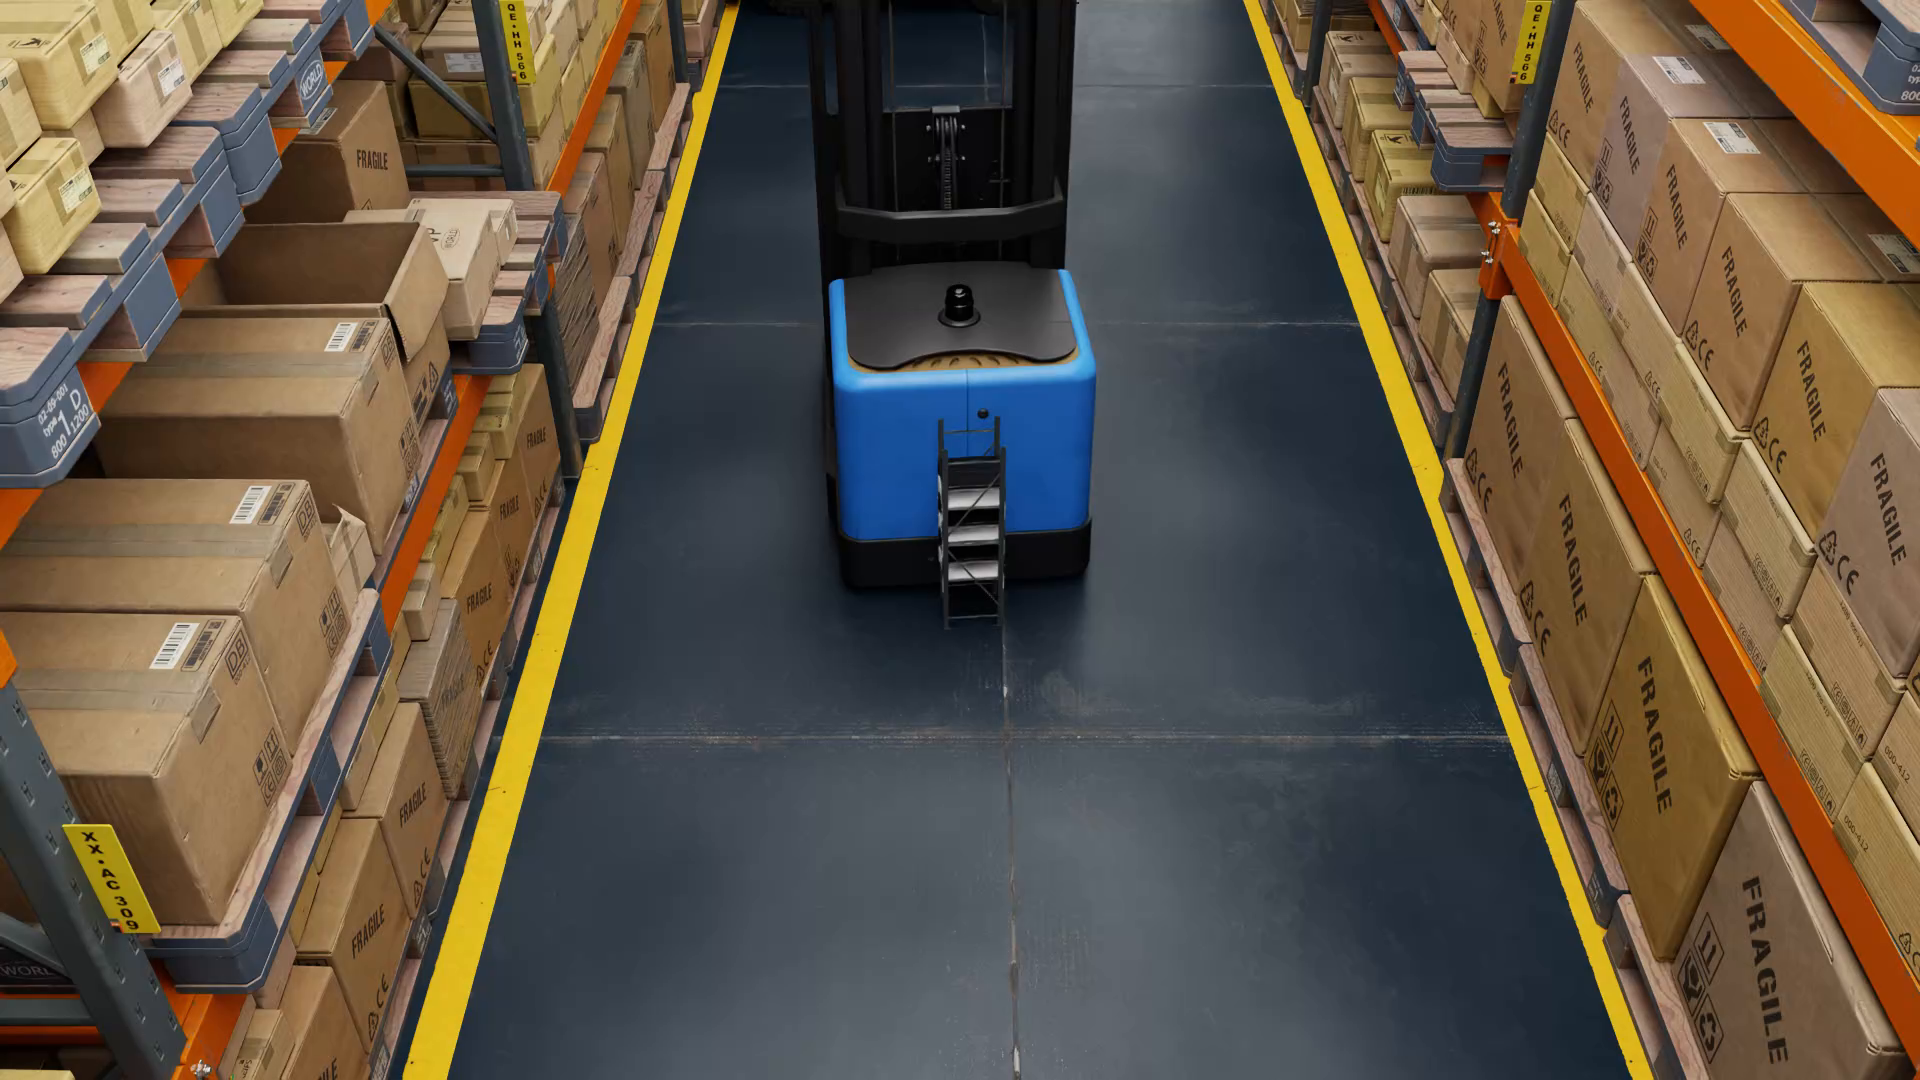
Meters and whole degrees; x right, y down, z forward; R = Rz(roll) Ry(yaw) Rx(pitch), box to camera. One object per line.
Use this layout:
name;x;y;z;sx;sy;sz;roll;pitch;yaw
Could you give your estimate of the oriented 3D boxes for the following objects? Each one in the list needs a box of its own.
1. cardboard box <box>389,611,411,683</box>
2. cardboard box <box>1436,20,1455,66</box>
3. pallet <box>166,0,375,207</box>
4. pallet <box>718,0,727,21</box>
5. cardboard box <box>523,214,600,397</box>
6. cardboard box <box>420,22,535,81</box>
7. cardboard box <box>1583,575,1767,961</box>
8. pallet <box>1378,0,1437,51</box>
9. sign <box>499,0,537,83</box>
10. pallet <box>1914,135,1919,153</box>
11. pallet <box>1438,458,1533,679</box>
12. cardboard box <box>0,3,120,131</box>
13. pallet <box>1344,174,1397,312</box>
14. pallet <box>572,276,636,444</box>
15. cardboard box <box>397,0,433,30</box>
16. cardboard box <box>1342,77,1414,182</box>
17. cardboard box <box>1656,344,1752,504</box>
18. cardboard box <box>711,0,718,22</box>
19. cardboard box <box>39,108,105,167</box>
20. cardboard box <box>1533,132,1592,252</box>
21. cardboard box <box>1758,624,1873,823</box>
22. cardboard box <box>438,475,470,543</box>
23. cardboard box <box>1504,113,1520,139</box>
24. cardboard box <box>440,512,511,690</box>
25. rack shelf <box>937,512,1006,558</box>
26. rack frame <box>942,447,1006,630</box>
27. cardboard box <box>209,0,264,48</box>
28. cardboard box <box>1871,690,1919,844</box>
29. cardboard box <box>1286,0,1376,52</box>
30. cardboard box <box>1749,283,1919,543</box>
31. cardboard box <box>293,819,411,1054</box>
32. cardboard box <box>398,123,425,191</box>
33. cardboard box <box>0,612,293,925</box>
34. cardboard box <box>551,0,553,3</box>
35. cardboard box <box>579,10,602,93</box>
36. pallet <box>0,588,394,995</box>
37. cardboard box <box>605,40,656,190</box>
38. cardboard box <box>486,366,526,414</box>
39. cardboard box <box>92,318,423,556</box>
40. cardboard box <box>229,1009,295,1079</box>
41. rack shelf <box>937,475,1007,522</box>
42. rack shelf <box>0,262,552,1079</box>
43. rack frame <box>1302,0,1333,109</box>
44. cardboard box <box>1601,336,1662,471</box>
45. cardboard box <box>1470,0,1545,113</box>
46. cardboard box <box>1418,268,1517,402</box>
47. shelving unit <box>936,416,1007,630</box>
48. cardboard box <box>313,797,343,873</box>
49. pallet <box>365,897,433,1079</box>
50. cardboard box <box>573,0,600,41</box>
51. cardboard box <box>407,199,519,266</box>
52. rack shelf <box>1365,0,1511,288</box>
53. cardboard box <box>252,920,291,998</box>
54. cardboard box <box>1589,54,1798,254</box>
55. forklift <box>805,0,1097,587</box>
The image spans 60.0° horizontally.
cardboard box;-2.061;0.370;5.534;0.380;0.149;0.250;0;39;0
cardboard box;2.380;-2.239;7.511;0.380;0.149;0.250;-2;39;-2
pallet;-2.168;-1.132;4.016;1.213;0.211;1.003;0;39;0
pallet;-2.205;-4.156;12.267;1.003;0.211;1.213;0;39;0
cardboard box;-2.225;-1.108;7.797;0.875;0.625;0.625;1;39;1
cardboard box;-1.943;-1.972;6.713;0.380;0.149;0.250;1;39;1
cardboard box;2.641;0.728;5.306;0.875;0.875;0.875;1;39;1
pallet;2.683;-2.649;8.311;1.003;0.211;1.213;0;39;0
sign;-1.695;-1.907;6.369;0.100;0.325;0.005;0;39;0
pallet;2.680;-0.654;3.422;0.805;0.209;1.217;-1;39;-2
pallet;2.652;0.095;6.963;1.003;0.211;1.213;0;39;0
cardboard box;-1.824;-0.883;3.102;0.380;0.149;0.250;-1;39;-1
pallet;2.728;-1.648;9.137;1.003;0.211;1.213;0;39;0
pallet;-2.199;-0.907;8.213;1.003;0.211;1.213;0;39;0
cardboard box;-2.492;-2.301;7.124;0.380;0.149;0.250;0;39;0
cardboard box;2.729;-2.348;9.547;0.950;0.372;0.625;2;39;3
cardboard box;2.455;-0.354;5.013;0.500;0.250;0.500;1;39;1
cardboard box;-1.928;-3.693;11.322;0.500;0.250;0.500;-1;39;-1
cardboard box;-1.899;-0.762;3.188;0.380;0.149;0.250;0;39;0
cardboard box;2.480;-1.306;6.201;0.500;0.250;0.500;0;39;0
cardboard box;2.479;0.475;4.379;0.500;0.250;0.500;-1;39;-1
cardboard box;-2.041;-0.113;6.136;0.380;0.149;0.250;1;39;1
cardboard box;2.490;-1.757;6.909;0.380;0.149;0.250;1;39;2
cardboard box;-2.029;0.236;6.220;0.500;0.500;0.500;2;39;2
rack shelf;0.044;-0.029;6.620;0.258;0.077;0.200;-3;39;-4
rack frame;0.053;0.009;6.520;0.240;0.900;0.006;-3;39;-4
cardboard box;-1.830;-1.239;3.784;0.380;0.149;0.250;1;39;1
cardboard box;2.487;0.603;3.819;0.500;0.250;0.500;0;39;0
cardboard box;2.452;-3.448;11.017;0.500;0.250;0.500;2;39;2
cardboard box;2.490;-0.334;4.388;0.500;0.500;0.500;1;39;1
cardboard box;-2.019;1.197;5.021;0.500;0.500;0.500;-1;39;-1
cardboard box;-2.494;-1.703;7.096;0.500;0.250;0.500;-1;39;-1
cardboard box;-2.010;0.516;3.792;0.700;0.500;0.500;1;39;1
cardboard box;-1.984;-2.463;7.326;0.380;0.149;0.250;0;39;0
cardboard box;-1.997;-2.336;7.886;0.500;0.250;0.500;-1;39;-2
pallet;-2.125;0.596;4.261;1.003;0.211;1.213;0;39;0
cardboard box;-2.237;-2.407;9.418;0.875;0.625;0.625;0;39;0
cardboard box;-1.984;-0.613;6.761;0.380;0.149;0.250;-2;39;-2
cardboard box;-2.011;-0.299;4.809;0.700;0.500;0.500;0;39;0
cardboard box;-1.967;1.355;4.305;0.380;0.149;0.250;2;39;2
rack shelf;0.044;-0.169;6.507;0.258;0.077;0.200;-3;39;-4
rack shelf;-2.235;0.051;5.363;1.077;0.370;4.000;0;39;0
rack frame;2.722;-3.988;9.827;1.000;3.000;0.127;0;39;0
cardboard box;2.488;-0.472;5.561;0.500;0.250;0.500;1;39;1
cardboard box;2.448;-2.089;6.805;0.500;0.500;0.500;-1;39;-1
cardboard box;2.736;-0.978;7.837;0.950;0.372;0.625;-2;39;-3
shelving unit;0.044;-0.055;6.599;0.258;0.900;0.210;-3;39;-4
cardboard box;-2.070;0.850;4.935;0.380;0.149;0.250;-1;39;-1
pallet;-2.272;1.601;5.084;1.003;0.211;1.213;0;39;0
cardboard box;-1.976;-2.535;7.735;0.500;0.250;0.500;-1;39;-1
cardboard box;-1.853;-1.136;6.133;0.380;0.149;0.250;1;39;1
rack shelf;2.724;-2.456;8.492;1.077;0.370;4.000;0;39;0
cardboard box;-2.015;1.077;4.415;0.380;0.149;0.250;-2;39;-2
cardboard box;2.492;-1.297;5.590;0.500;0.500;0.500;0;39;0
forklift;-0.099;-1.858;7.225;1.130;2.935;3.031;-3;39;-4
